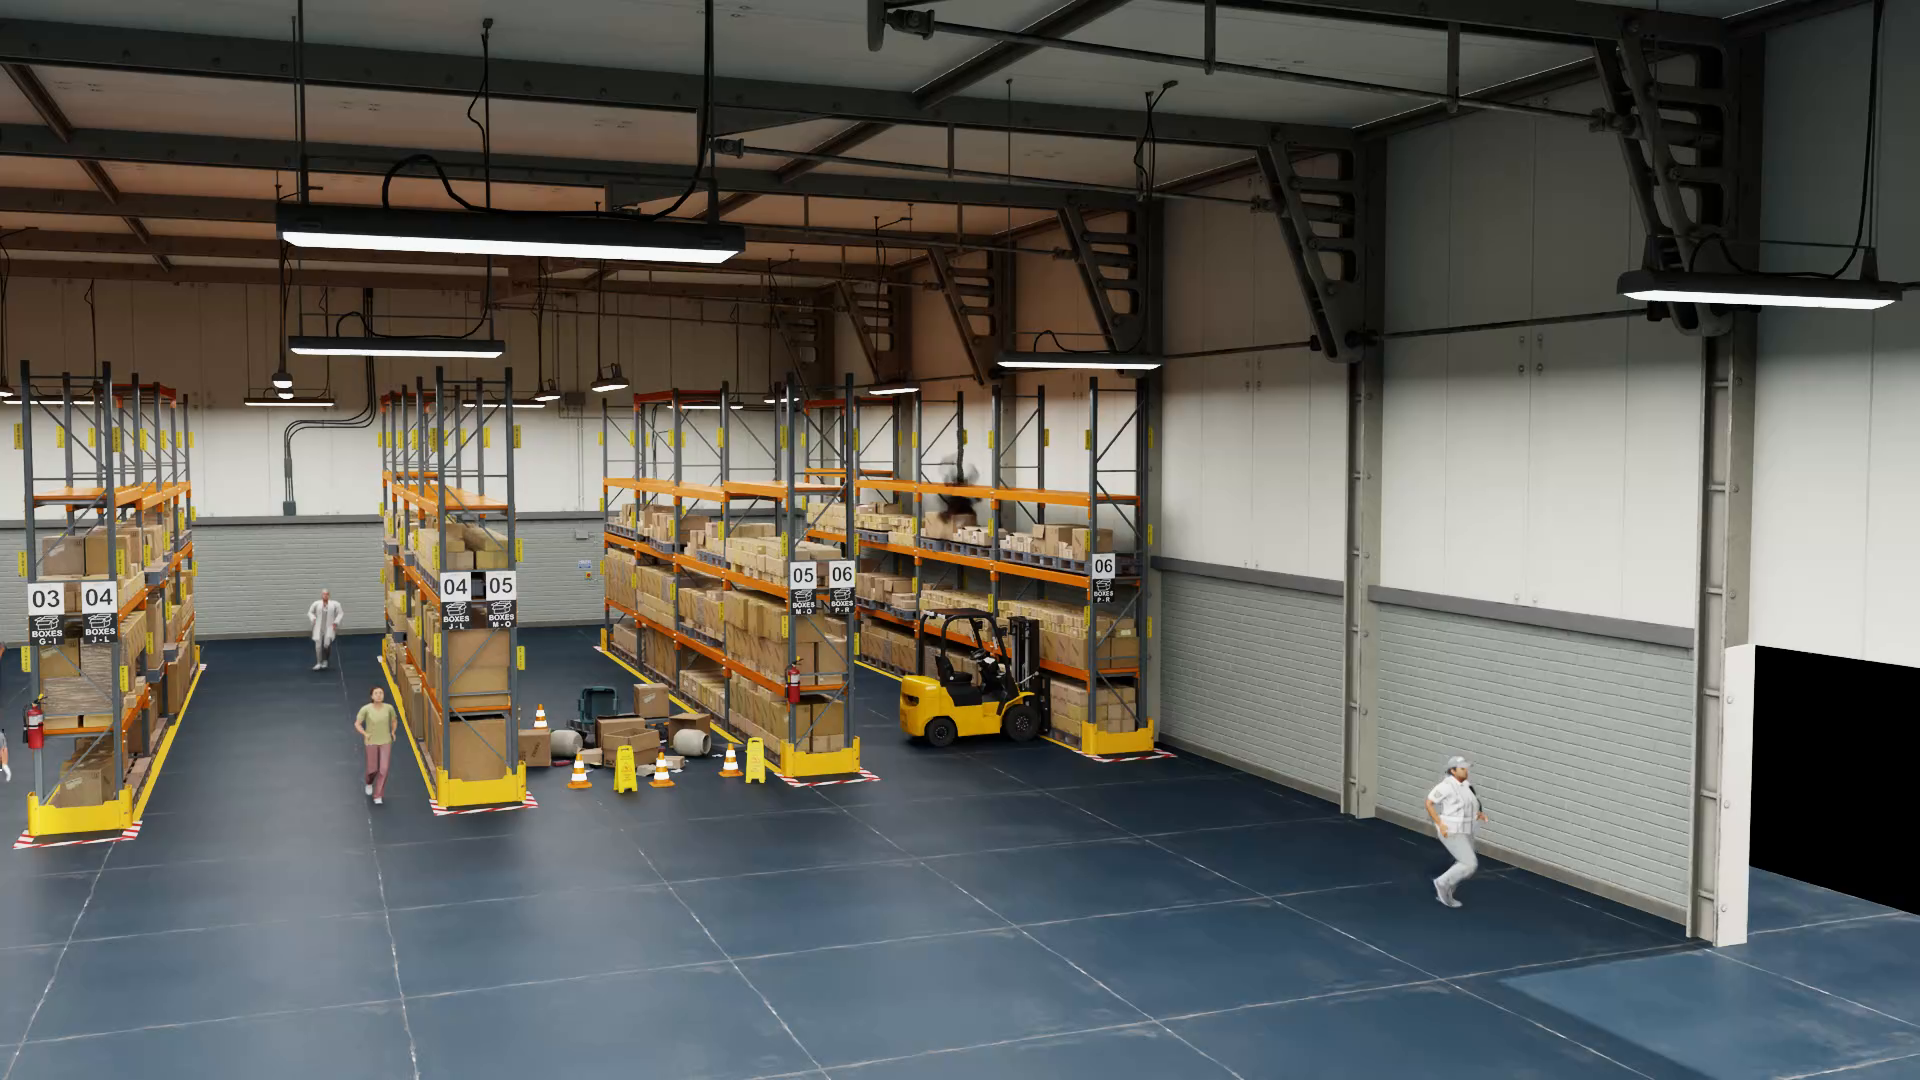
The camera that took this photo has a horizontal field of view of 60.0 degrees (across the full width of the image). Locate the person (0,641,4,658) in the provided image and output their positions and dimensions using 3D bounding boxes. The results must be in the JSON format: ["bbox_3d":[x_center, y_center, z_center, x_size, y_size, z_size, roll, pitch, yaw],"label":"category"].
[{"bbox_3d":[-17.802,2.367,30.404,0.585,1.669,0.644,-2,4,-30],"label":"person"}]

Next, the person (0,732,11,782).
[{"bbox_3d":[-11.802,2.894,20.027,0.916,1.772,0.734,3,4,40],"label":"person"}]

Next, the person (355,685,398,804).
[{"bbox_3d":[-8.037,2.807,22.951,0.566,1.624,0.546,-2,4,-31],"label":"person"}]

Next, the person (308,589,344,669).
[{"bbox_3d":[-13.824,1.952,36.190,0.718,1.743,0.631,-1,4,-11],"label":"person"}]

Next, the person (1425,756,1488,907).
[{"bbox_3d":[5.332,3.117,17.703,0.592,1.629,0.575,-3,5,-44],"label":"person"}]
